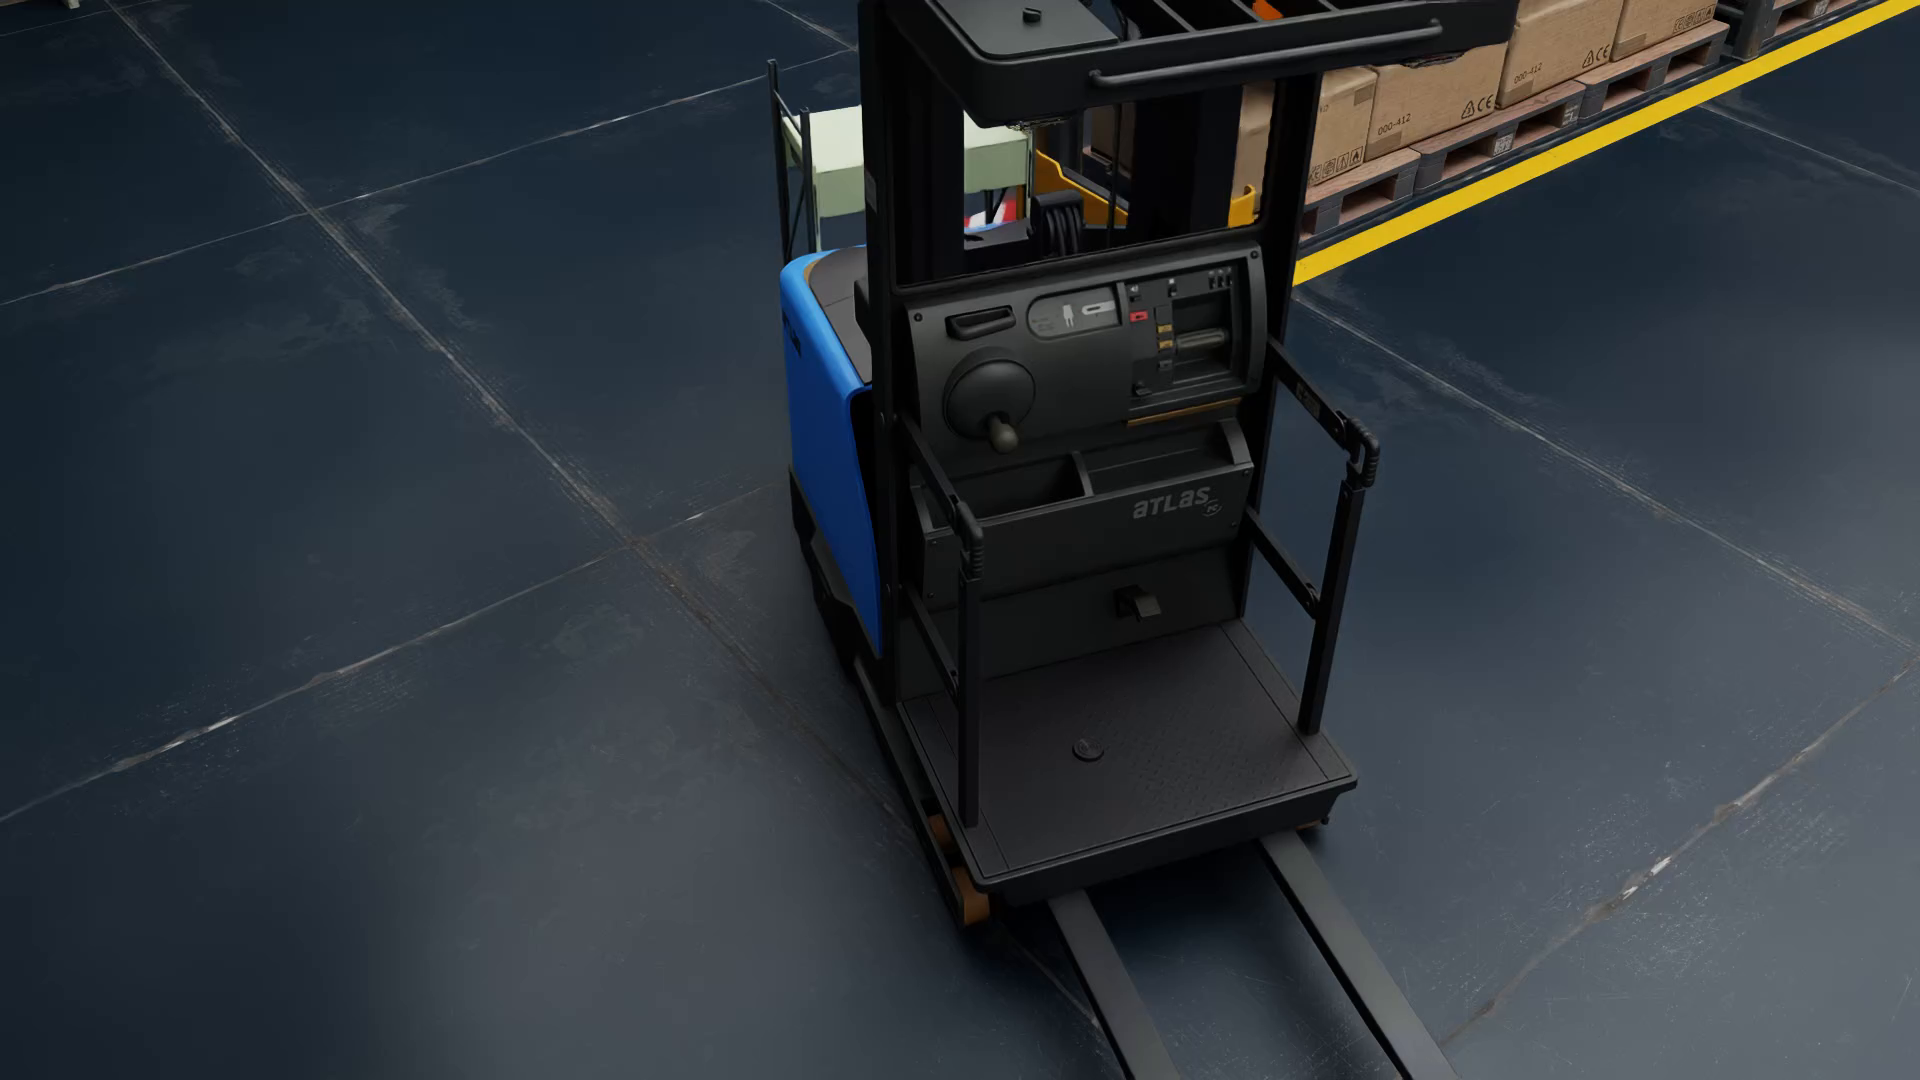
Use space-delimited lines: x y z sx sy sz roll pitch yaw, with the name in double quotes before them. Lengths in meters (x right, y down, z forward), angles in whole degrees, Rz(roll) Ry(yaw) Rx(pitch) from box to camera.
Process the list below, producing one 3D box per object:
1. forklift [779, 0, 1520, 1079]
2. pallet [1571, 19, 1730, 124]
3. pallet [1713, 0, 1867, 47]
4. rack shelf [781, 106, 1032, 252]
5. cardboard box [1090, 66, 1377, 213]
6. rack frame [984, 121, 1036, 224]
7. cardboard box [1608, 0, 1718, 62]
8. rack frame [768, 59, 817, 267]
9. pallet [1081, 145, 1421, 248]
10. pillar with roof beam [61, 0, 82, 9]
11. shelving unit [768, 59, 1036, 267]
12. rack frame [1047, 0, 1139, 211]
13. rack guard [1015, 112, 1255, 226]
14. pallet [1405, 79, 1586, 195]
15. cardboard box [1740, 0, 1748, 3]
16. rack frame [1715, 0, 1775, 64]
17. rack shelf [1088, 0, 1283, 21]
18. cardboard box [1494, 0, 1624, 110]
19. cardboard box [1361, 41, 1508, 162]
"forklift" 0.398 -0.394 3.919 1.130 2.935 3.031 -13 41 -15
"pallet" 3.257 -2.627 8.787 1.213 0.211 1.003 -26 46 -28
"pallet" 4.474 -3.218 9.506 1.213 0.211 1.003 -26 46 -28
"rack shelf" -0.182 -1.193 5.406 0.720 0.370 0.431 -13 41 -15
"cardboard box" 1.199 -1.891 7.380 0.875 0.438 0.875 -28 47 -29
"rack frame" 0.162 -0.970 5.750 0.023 1.500 0.400 -13 41 -15
"cardboard box" 3.345 -2.943 8.662 0.875 0.438 0.875 -27 46 -29
"rack frame" -0.526 -0.811 5.556 0.023 1.500 0.400 -13 41 -15
"pallet" 1.323 -1.684 7.637 1.213 0.211 1.003 -26 46 -28
"pillar with roof beam" -2.355 -4.475 4.110 0.400 9.000 9.100 -26 46 -28
"shelving unit" -0.182 -0.891 5.653 0.755 1.500 0.431 -13 41 -15
"rack frame" 0.736 -2.414 6.328 0.127 3.000 1.000 -26 46 -28
"rack guard" 0.717 -1.439 7.109 0.348 0.500 1.175 -26 46 -28
"pallet" 2.289 -2.153 8.209 1.213 0.211 1.003 -26 46 -28
"cardboard box" 4.351 -3.581 9.094 0.875 0.875 0.875 -25 45 -27
"rack frame" 3.908 -3.960 8.212 0.127 3.000 1.000 -26 46 -28
"rack shelf" 2.322 -2.909 7.498 4.000 0.370 1.077 -26 46 -28
"cardboard box" 2.635 -2.597 8.240 0.875 0.438 0.875 -27 47 -29
"cardboard box" 1.919 -2.249 7.816 0.875 0.438 0.875 -25 45 -27
